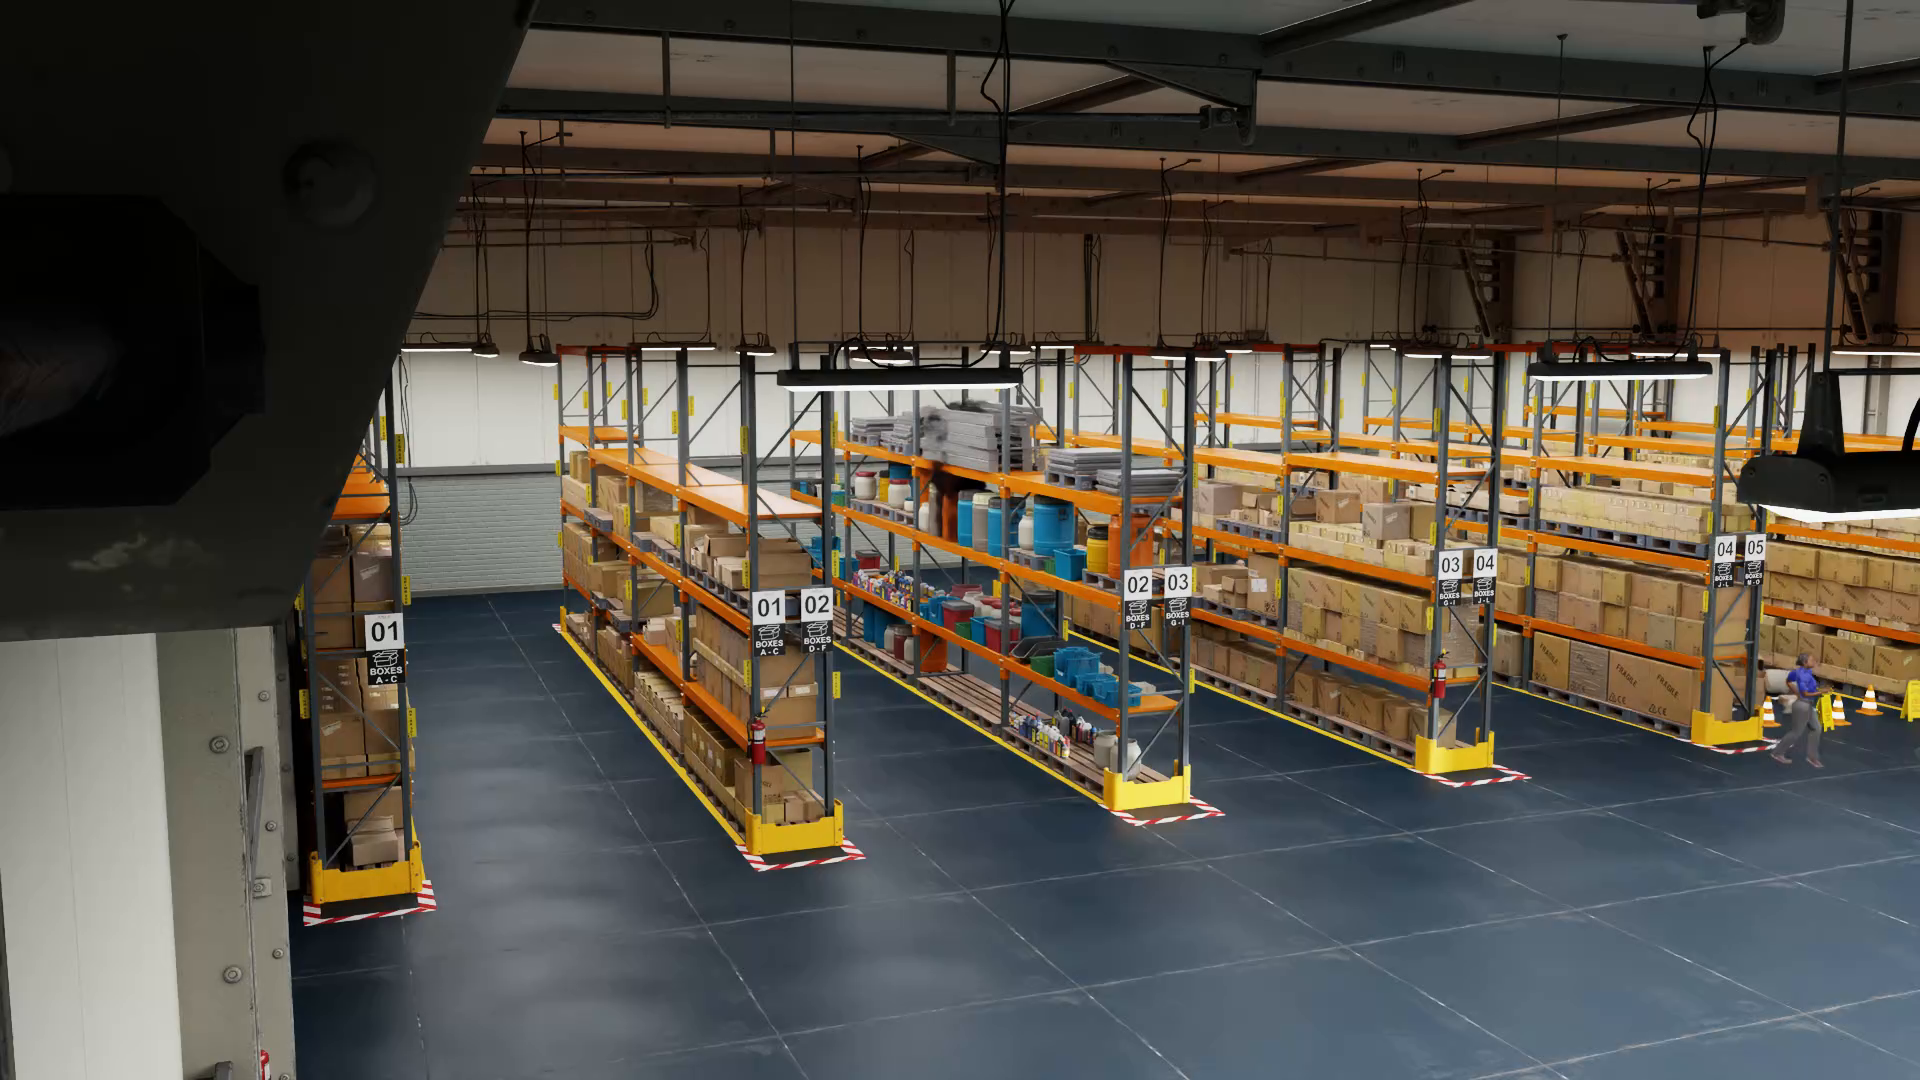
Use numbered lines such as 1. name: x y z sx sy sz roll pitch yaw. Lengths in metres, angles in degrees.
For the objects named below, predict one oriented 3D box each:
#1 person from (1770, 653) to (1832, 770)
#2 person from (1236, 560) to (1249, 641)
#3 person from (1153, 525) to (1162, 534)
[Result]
1. person: 12.139 2.511 23.984 0.742 1.631 0.560 4 8 28
2. person: 5.594 1.256 33.219 0.708 1.738 0.789 -4 8 -30
3. person: 4.540 0.355 40.219 0.741 1.803 0.807 3 8 21
